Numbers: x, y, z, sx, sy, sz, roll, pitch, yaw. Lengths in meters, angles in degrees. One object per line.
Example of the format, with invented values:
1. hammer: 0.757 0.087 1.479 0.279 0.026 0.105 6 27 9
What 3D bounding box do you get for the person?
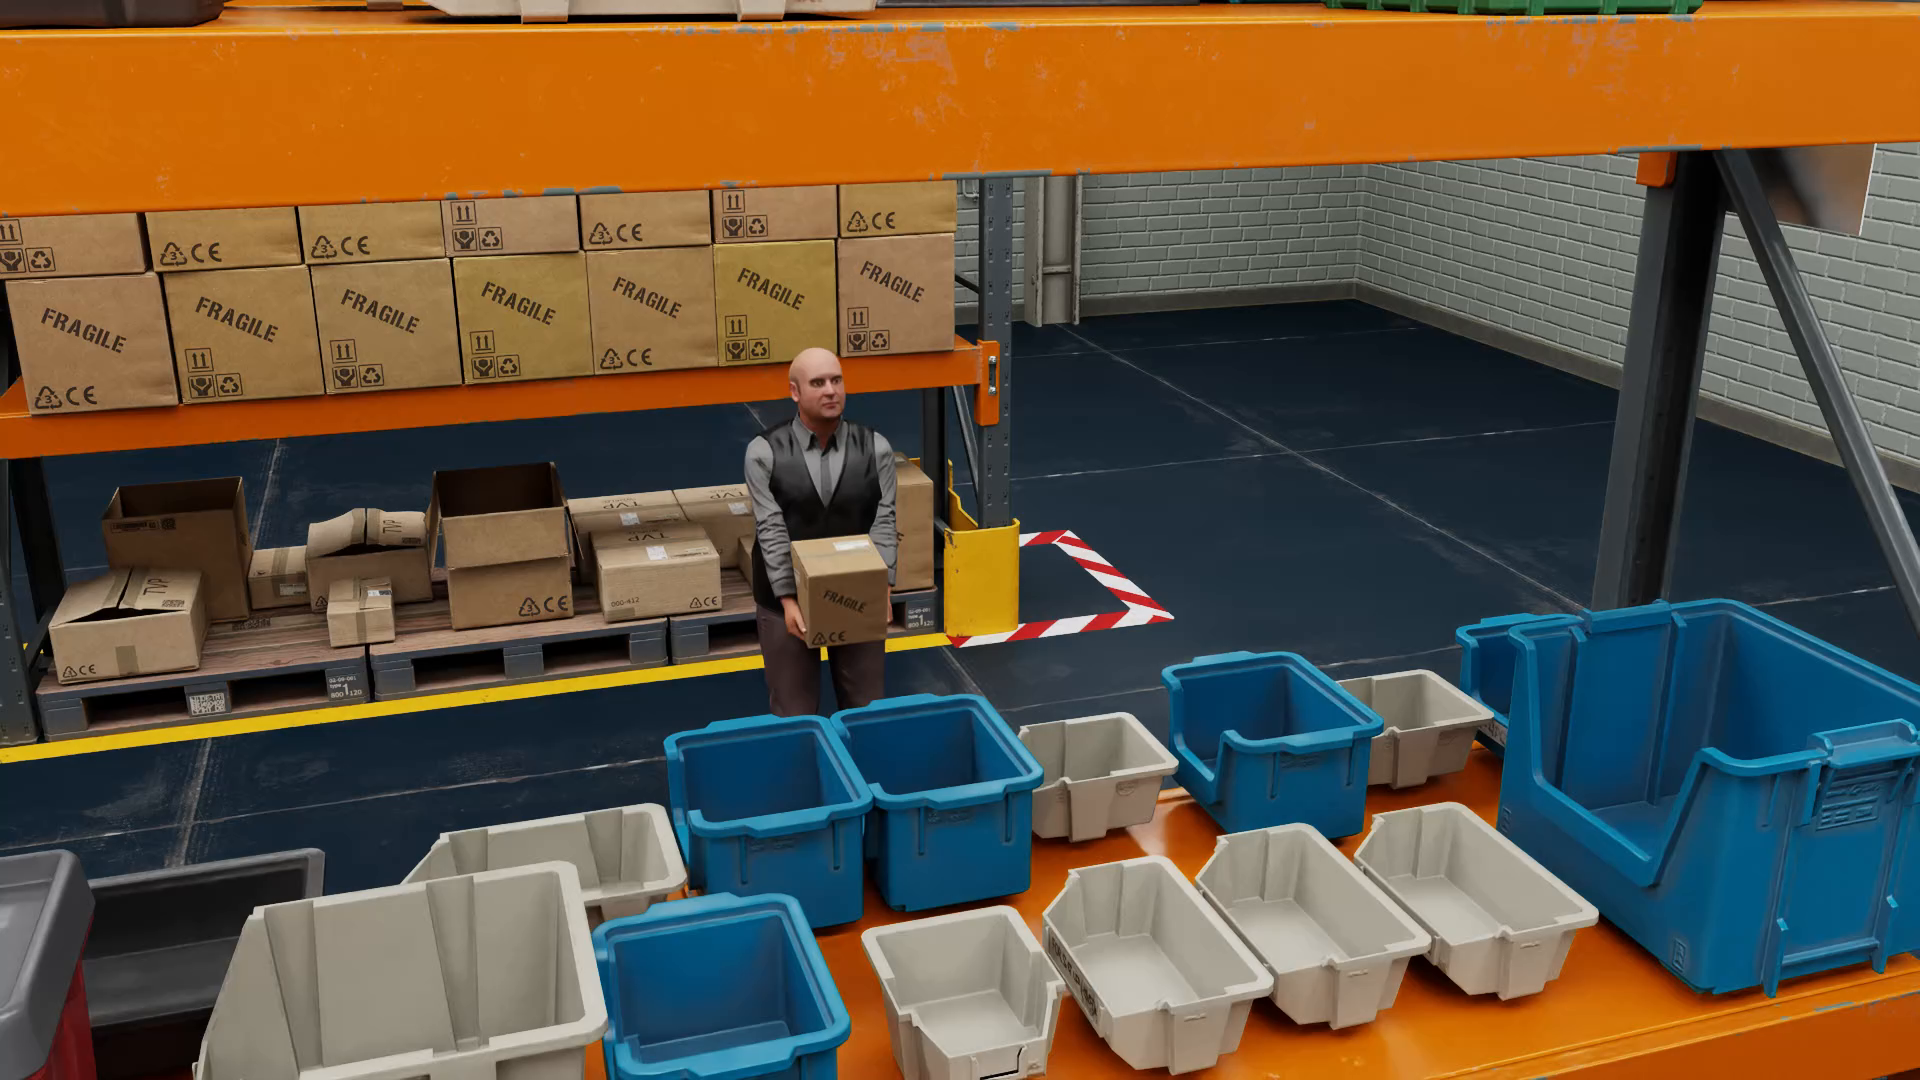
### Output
1. person: -0.413 0.253 5.387 0.494 1.711 0.559 -6 20 -16
